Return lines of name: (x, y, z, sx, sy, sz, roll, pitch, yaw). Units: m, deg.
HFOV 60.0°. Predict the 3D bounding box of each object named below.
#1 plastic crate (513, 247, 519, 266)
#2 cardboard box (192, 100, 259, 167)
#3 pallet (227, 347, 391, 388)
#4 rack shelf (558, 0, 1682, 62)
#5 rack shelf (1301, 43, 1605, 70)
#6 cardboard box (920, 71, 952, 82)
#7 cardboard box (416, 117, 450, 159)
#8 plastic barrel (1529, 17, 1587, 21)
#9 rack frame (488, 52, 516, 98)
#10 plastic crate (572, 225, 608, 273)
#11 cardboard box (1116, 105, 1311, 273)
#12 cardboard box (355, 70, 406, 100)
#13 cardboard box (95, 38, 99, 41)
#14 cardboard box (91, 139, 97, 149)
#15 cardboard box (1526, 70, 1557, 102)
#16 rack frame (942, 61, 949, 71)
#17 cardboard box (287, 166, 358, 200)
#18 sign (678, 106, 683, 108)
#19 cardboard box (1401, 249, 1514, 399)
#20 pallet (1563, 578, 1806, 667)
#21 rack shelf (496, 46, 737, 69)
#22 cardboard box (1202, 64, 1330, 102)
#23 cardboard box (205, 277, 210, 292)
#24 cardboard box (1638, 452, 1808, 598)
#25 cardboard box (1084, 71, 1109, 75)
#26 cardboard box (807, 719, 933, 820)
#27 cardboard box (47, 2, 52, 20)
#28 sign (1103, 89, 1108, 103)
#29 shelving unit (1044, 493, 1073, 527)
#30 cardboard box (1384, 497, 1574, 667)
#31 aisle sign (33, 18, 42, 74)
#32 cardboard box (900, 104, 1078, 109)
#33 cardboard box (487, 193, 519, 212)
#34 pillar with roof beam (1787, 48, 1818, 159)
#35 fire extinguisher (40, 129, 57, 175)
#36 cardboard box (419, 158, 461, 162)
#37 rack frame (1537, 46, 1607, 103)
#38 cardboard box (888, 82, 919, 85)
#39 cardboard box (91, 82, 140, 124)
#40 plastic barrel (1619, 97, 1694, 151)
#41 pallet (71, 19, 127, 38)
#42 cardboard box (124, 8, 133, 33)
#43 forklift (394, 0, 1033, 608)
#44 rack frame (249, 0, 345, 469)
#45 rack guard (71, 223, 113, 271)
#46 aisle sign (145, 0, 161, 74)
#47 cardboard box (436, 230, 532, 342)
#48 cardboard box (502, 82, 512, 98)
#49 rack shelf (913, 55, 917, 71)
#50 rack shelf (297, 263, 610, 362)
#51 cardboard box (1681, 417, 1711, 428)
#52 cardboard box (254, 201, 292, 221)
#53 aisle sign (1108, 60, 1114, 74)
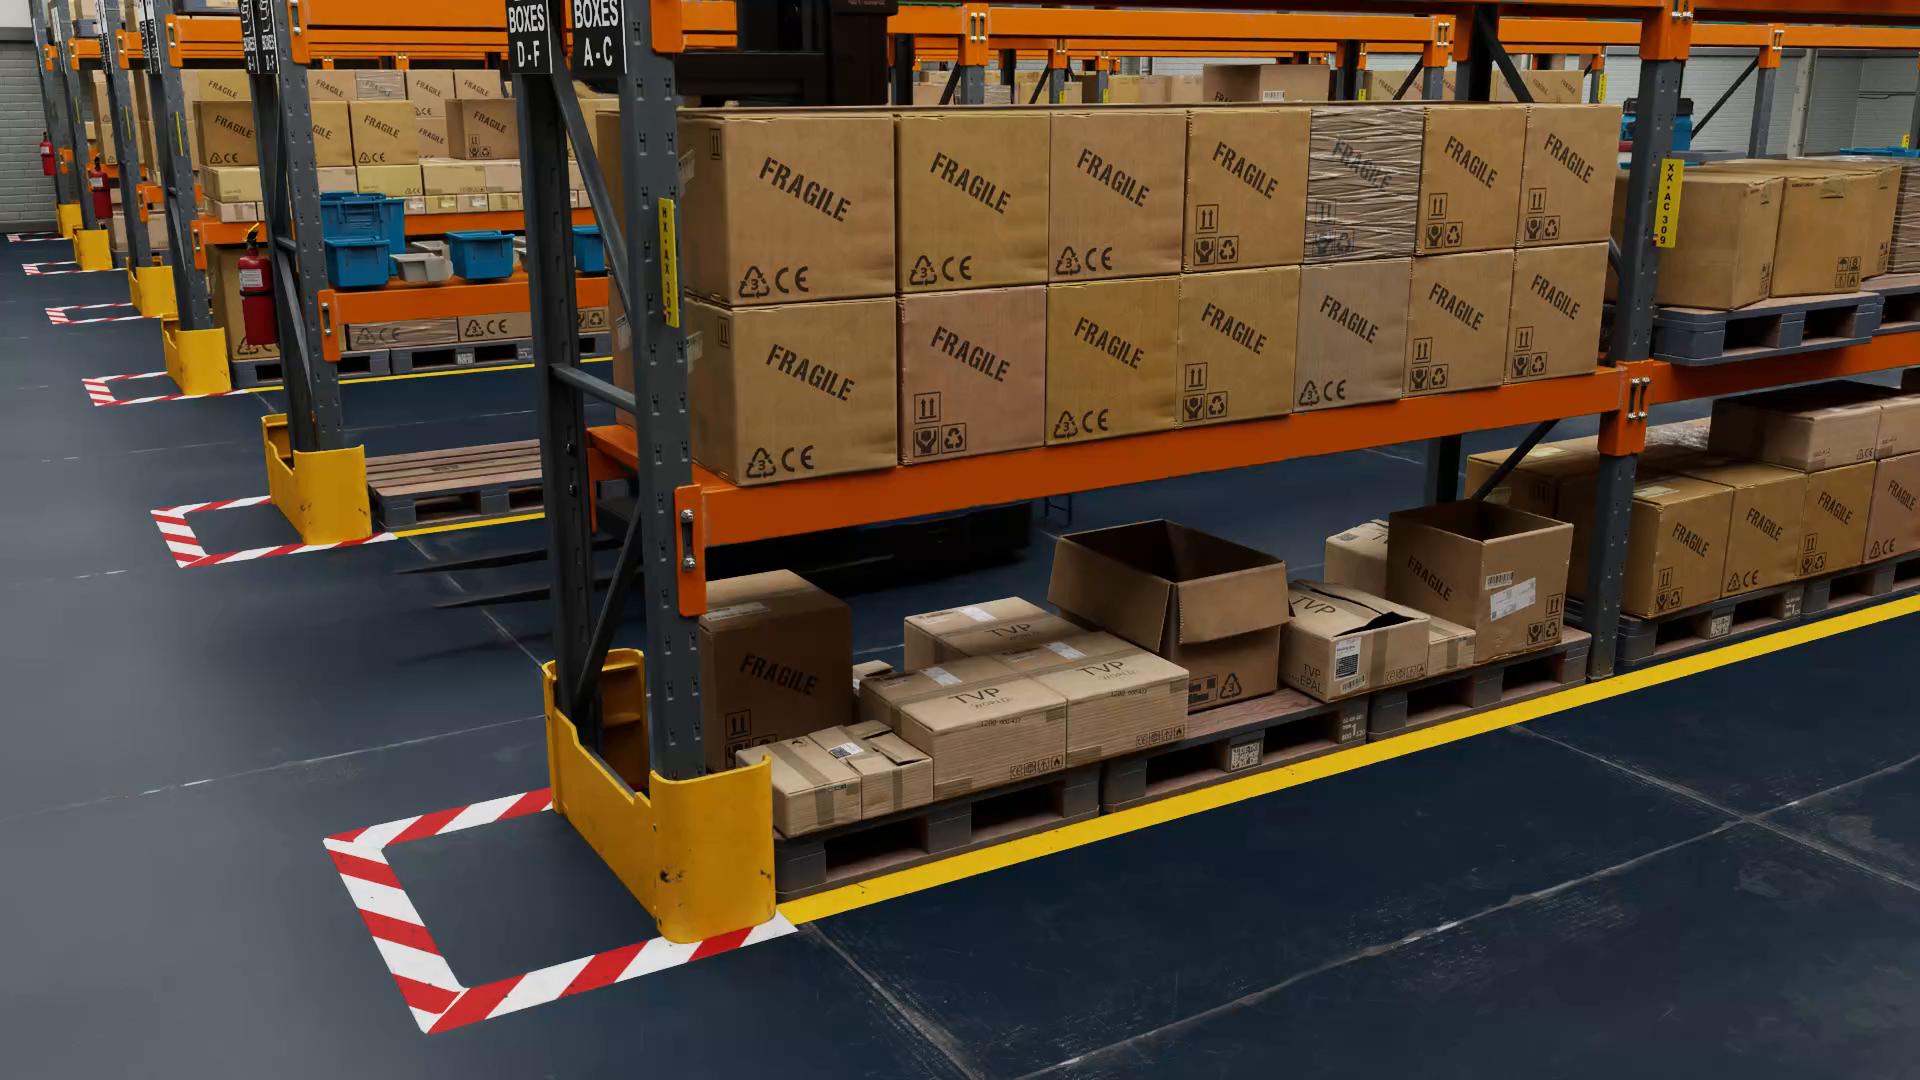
plastic crate: (-2.722, -1.667, 9.677, 0.243, 0.136, 0.396, -9, 18, -30)
cardboard box: (-5.852, -3.280, 13.389, 0.500, 0.500, 0.500, -9, 18, -29)
pallet: (-5.490, -1.505, 13.889, 1.213, 0.211, 1.003, -9, 18, -30)
rack shelf: (0.678, -1.802, 5.558, 4.000, 0.370, 1.077, -9, 18, -30)
rack shelf: (5.866, -5.763, 19.687, 4.000, 0.370, 1.077, -9, 18, -30)
cardboard box: (-0.463, -7.364, 27.033, 0.500, 0.500, 0.700, -9, 18, -30)
cardboard box: (-5.889, -4.423, 18.396, 0.500, 0.500, 0.500, -10, 18, -31)
plastic barrel: (4.650, -4.491, 13.021, 0.708, 0.830, 0.600, -9, 18, -30)
rack frame: (-5.174, -4.437, 19.179, 0.127, 3.000, 1.000, -9, 18, -30)
plastic crate: (-2.074, -1.662, 9.482, 0.300, 0.233, 0.416, -9, 18, -30)
cardboard box: (0.791, -1.170, 5.490, 0.500, 0.500, 0.500, -9, 18, -30)
cardboard box: (-6.324, -4.841, 18.032, 0.500, 0.500, 0.500, -9, 18, -28)
cardboard box: (-12.965, -7.548, 25.186, 0.250, 0.149, 0.380, -9, 18, -29)
cardboard box: (-13.181, -6.067, 25.461, 0.250, 0.149, 0.380, -9, 18, -28)
cardboard box: (6.811, -5.411, 20.068, 0.500, 0.500, 0.500, -9, 18, -30)
rack frame: (-0.083, -8.384, 33.261, 0.127, 3.000, 1.000, -9, 18, -30)
cardboard box: (-5.142, -2.868, 13.310, 0.500, 0.250, 0.500, -9, 18, -30)
sign: (-2.419, -3.602, 14.451, 0.005, 0.325, 0.100, -9, 18, -30)
cardboard box: (1.655, -0.830, 6.127, 0.500, 0.500, 0.500, -9, 18, -28)
pallet: (3.070, 0.238, 7.668, 1.213, 0.211, 1.003, -9, 18, -30)
rack shelf: (-3.459, -5.813, 19.863, 4.000, 0.370, 1.077, -9, 18, -30)
cardboard box: (3.398, -4.800, 18.587, 1.000, 1.000, 1.000, -9, 18, -29)
cardboard box: (-7.988, -2.709, 17.520, 0.250, 0.149, 0.380, -9, 18, -29)
cardboard box: (3.384, -0.078, 7.448, 0.500, 0.500, 0.500, -9, 18, -29)
cardboard box: (2.151, -7.787, 28.544, 0.500, 0.500, 0.700, -10, 18, -31)
cardboard box: (-0.286, 0.713, 5.245, 0.250, 0.166, 0.380, -9, 18, -30)
cardboard box: (-13.561, -8.042, 25.285, 0.500, 0.250, 0.500, -10, 18, -31)
sign: (1.972, -5.944, 22.558, 0.005, 0.325, 0.100, -9, 18, -30)
shelving unit: (0.342, -0.642, 8.978, 0.503, 1.200, 0.258, -10, 19, -32)
cardboard box: (2.050, 0.154, 6.619, 0.500, 0.500, 0.500, -9, 18, -30)
aisle sign: (-13.705, -7.334, 24.699, 0.004, 0.787, 0.394, -9, 18, -30)
cardboard box: (0.078, -1.225, 5.685, 0.500, 0.500, 0.500, -9, 18, -28)
cardboard box: (-3.900, -2.857, 14.010, 0.250, 0.149, 0.380, -10, 18, -31)
pillar with roof beam: (26.789, -14.558, 44.173, 0.400, 9.000, 9.100, -9, 18, -30)
fire extinguisher: (-13.686, -5.815, 24.933, 0.183, 0.674, 0.296, -9, 18, -30)
cardboard box: (-4.540, -3.133, 14.257, 0.500, 0.250, 0.500, -9, 18, -30)
rack frame: (7.580, -4.943, 20.986, 0.127, 3.000, 1.000, -9, 18, -30)
cardboard box: (-0.922, -5.653, 21.481, 0.500, 0.500, 0.700, -10, 18, -31)
cardboard box: (-10.680, -5.542, 21.086, 0.500, 0.500, 0.500, -10, 18, -31)
plastic barrel: (6.215, -3.499, 14.905, 0.708, 0.901, 0.600, -9, 18, -30)
pallet: (-10.608, -6.519, 21.215, 1.213, 0.211, 1.003, -9, 18, -30)
cardboard box: (-8.349, -5.377, 17.255, 0.500, 0.250, 0.500, -10, 18, -31)
forklift: (-1.141, -1.210, 7.797, 3.031, 2.935, 1.130, -10, 19, -32)
rack frame: (-3.584, -1.573, 8.964, 0.127, 3.000, 1.000, -9, 18, -30)
rack guard: (-11.259, -3.805, 21.557, 0.348, 0.500, 1.175, -9, 18, -30)
aisle sign: (-6.042, -3.891, 12.418, 0.004, 0.787, 0.394, -9, 18, -30)
cardboard box: (-4.084, -2.256, 14.558, 0.875, 0.875, 0.875, -9, 18, -30)
cardboard box: (-6.431, -6.238, 23.569, 0.500, 0.500, 0.500, -10, 18, -31)
rack shelf: (-2.666, -7.500, 25.883, 4.000, 0.370, 1.077, -9, 18, -30)
rack shelf: (-1.869, -1.505, 10.053, 4.000, 0.370, 1.077, -9, 18, -30)
cardboard box: (3.961, -0.333, 8.357, 0.500, 0.500, 0.500, -10, 18, -32)
cardboard box: (-5.441, -2.607, 13.118, 0.250, 0.149, 0.380, -10, 18, -31)
aisle sign: (2.679, -8.429, 28.606, 0.004, 0.787, 0.394, -9, 18, -30)
